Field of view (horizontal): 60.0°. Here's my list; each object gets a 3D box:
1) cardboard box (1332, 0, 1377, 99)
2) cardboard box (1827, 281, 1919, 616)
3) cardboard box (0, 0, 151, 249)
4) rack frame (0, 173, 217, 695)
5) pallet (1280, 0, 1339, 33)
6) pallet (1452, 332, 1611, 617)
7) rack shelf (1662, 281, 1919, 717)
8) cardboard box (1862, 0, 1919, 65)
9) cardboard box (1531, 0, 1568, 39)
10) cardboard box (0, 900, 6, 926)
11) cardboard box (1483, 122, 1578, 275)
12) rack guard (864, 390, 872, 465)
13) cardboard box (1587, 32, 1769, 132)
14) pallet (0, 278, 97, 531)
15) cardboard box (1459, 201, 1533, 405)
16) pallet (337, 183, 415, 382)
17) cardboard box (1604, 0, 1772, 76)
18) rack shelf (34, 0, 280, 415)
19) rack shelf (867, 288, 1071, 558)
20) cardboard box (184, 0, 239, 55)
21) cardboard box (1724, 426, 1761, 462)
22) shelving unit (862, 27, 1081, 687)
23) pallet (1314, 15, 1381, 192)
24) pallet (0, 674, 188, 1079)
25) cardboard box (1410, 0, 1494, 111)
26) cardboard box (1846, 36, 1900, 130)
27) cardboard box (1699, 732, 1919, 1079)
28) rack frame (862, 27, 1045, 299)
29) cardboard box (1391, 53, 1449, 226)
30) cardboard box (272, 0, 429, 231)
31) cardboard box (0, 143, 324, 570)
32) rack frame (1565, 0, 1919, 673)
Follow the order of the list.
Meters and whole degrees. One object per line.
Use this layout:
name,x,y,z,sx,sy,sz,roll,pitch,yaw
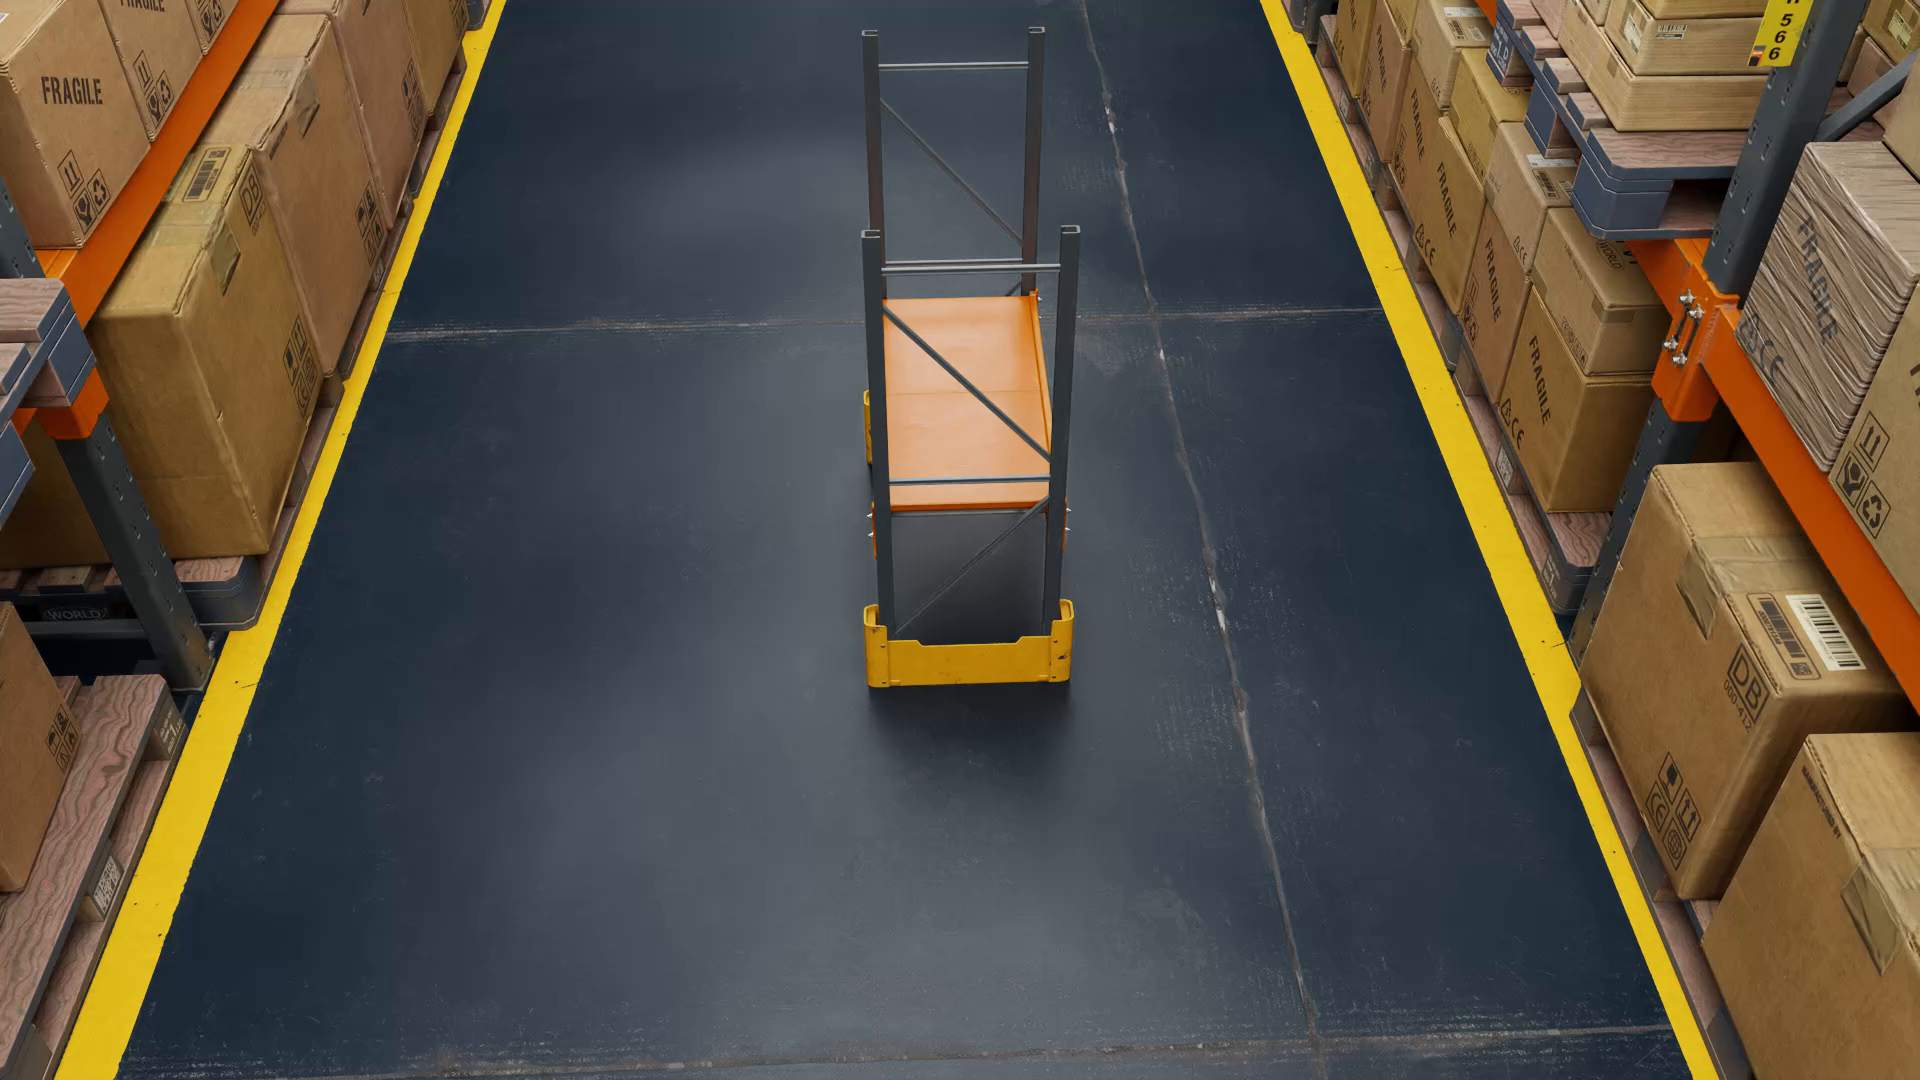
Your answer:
cardboard box,1.886,-2.195,6.963,0.500,0.500,0.500,0,43,0
cardboard box,2.063,-0.150,3.120,0.500,0.500,0.500,-2,43,-2
cardboard box,-2.419,-1.066,4.119,0.500,0.500,0.500,0,43,-1
rack frame,-2.670,-0.693,3.786,1.000,3.000,0.127,-2,43,-2
pallet,2.056,-2.892,8.249,1.003,0.211,1.213,-2,43,-2
pallet,2.258,-0.267,5.385,1.003,0.211,1.213,-2,43,-2
rack shelf,2.375,0.848,2.637,1.077,0.370,4.000,-2,43,-2
cardboard box,2.470,-1.271,4.072,0.380,0.149,0.250,0,43,0
cardboard box,1.789,-1.491,4.532,0.380,0.149,0.250,-1,43,-1
cardboard box,-2.585,0.892,3.581,0.700,0.500,0.500,-5,43,-5
cardboard box,1.966,-1.072,5.184,0.500,0.250,0.500,-1,43,-1
rack guard,-0.018,-0.377,5.476,0.587,0.250,0.087,-2,43,-2
cardboard box,1.809,-1.149,4.159,0.380,0.149,0.250,-1,43,-1
pallet,-2.533,-0.144,3.330,1.213,0.211,1.003,-2,43,-2
cardboard box,1.982,-0.788,5.429,0.500,0.500,0.500,0,43,0
pallet,-2.677,-1.021,6.208,1.003,0.211,1.213,-2,43,-2
cardboard box,1.814,-1.260,4.059,0.380,0.149,0.250,-1,43,-1
rack shelf,-2.755,-1.778,5.502,1.077,0.370,4.000,-2,43,-2
rack shelf,0.004,-0.363,4.802,0.538,0.185,1.000,-2,43,-2
cardboard box,-2.468,-1.760,4.876,0.500,0.500,0.500,-2,43,-3
cardboard box,2.514,-0.486,5.099,0.500,0.500,0.500,-3,43,-4
shelving unit,0.003,-0.501,4.687,0.587,1.500,1.083,-2,43,-2
pallet,2.154,-1.914,7.182,1.003,0.211,1.213,-2,43,-2
pallet,-2.638,0.862,4.153,1.003,0.211,1.213,-2,43,-2
cardboard box,1.930,-1.767,5.942,0.500,0.250,0.500,0,43,0
cardboard box,2.472,-1.137,4.146,0.380,0.149,0.250,-2,43,-2
cardboard box,2.266,0.911,3.390,1.050,0.750,0.750,-1,43,-1
rack frame,-0.018,-0.838,5.055,0.500,1.500,0.032,-2,43,-2
cardboard box,1.946,-1.484,6.188,0.500,0.500,0.500,-1,43,-1
cardboard box,-2.754,-1.730,6.180,1.225,0.875,0.875,-3,43,-3
cardboard box,-2.679,-0.531,4.871,1.225,0.875,0.875,-3,43,-4
rack frame,2.290,-0.767,3.867,1.000,3.000,0.127,-2,43,-2
